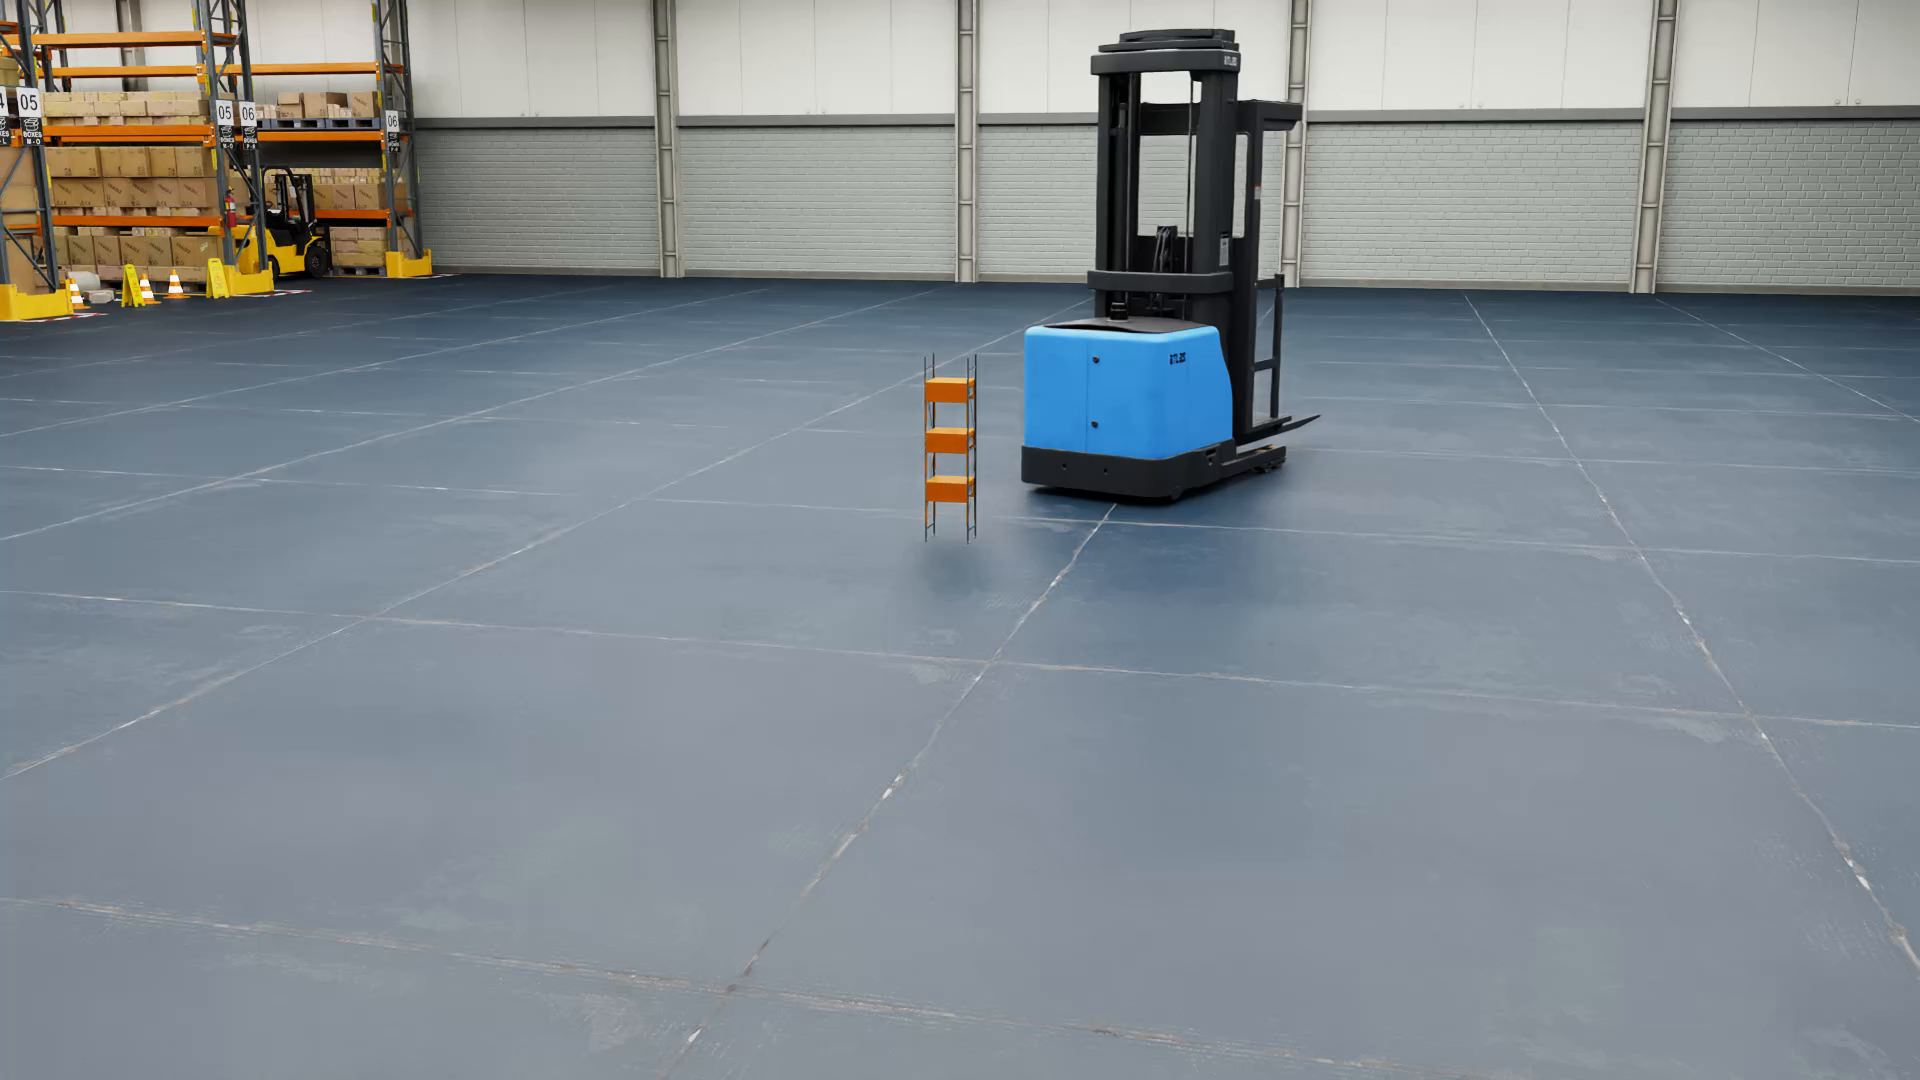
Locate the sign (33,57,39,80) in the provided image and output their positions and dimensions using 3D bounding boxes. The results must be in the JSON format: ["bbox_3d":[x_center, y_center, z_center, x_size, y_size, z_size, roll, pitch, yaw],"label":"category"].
[{"bbox_3d":[-13.192,-6.722,23.705,0.005,0.325,0.100,3,13,14],"label":"sign"}]

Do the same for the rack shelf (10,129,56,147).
[{"bbox_3d":[-18.068,-7.147,29.481,4.000,0.370,1.077,3,13,14],"label":"rack shelf"}]

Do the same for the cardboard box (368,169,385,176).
[{"bbox_3d":[-11.455,-7.251,32.801,0.250,0.149,0.380,3,13,14],"label":"cardboard box"}]

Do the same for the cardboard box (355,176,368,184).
[{"bbox_3d":[-11.716,-7.098,32.796,0.250,0.149,0.380,3,13,14],"label":"cardboard box"}]

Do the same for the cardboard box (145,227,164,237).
[{"bbox_3d":[-13.699,-5.273,28.449,0.250,0.149,0.380,3,13,14],"label":"cardboard box"}]

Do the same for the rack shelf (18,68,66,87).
[{"bbox_3d":[-20.766,-9.668,34.840,4.000,0.370,1.077,3,13,14],"label":"rack shelf"}]

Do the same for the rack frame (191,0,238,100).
[{"bbox_3d":[-14.940,-9.903,33.316,0.127,3.000,1.000,3,13,14],"label":"rack frame"}]

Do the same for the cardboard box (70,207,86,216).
[{"bbox_3d":[-15.142,-5.694,28.775,0.250,0.149,0.380,3,13,15],"label":"cardboard box"}]

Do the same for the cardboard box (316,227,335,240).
[{"bbox_3d":[-12.568,-6.125,33.208,0.500,0.250,0.500,3,13,14],"label":"cardboard box"}]

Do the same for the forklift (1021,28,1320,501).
[{"bbox_3d":[1.643,-1.948,11.470,1.130,2.935,3.031,8,15,33],"label":"forklift"}]

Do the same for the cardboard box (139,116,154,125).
[{"bbox_3d":[-13.638,-7.081,28.102,0.250,0.149,0.380,3,13,13],"label":"cardboard box"}]

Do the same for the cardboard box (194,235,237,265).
[{"bbox_3d":[-12.983,-5.052,28.951,0.500,0.500,0.500,3,13,12],"label":"cardboard box"}]

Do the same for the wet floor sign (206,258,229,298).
[{"bbox_3d":[-12.314,-4.338,27.521,0.232,0.644,0.267,8,15,33],"label":"wet floor sign"}]

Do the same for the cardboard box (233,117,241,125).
[{"bbox_3d":[-12.487,-7.149,28.412,0.250,0.149,0.380,3,13,14],"label":"cardboard box"}]

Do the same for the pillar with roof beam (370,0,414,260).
[{"bbox_3d":[-12.548,-9.015,29.317,0.400,9.000,9.100,3,13,14],"label":"pillar with roof beam"}]

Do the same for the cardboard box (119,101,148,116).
[{"bbox_3d":[-13.797,-7.281,28.083,0.500,0.250,0.500,3,13,15],"label":"cardboard box"}]

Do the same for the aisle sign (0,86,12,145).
[{"bbox_3d":[-13.333,-5.878,23.026,0.004,0.787,0.394,3,13,14],"label":"aisle sign"}]

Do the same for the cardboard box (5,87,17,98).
[{"bbox_3d":[-13.586,-6.357,23.639,0.250,0.149,0.380,3,13,14],"label":"cardboard box"}]

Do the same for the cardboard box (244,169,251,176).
[{"bbox_3d":[-14.177,-7.400,33.470,0.250,0.149,0.380,3,13,12],"label":"cardboard box"}]

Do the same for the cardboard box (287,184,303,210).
[{"bbox_3d":[-13.087,-6.865,33.242,0.500,0.500,0.500,3,13,14],"label":"cardboard box"}]

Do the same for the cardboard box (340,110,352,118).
[{"bbox_3d":[-11.934,-8.341,32.582,0.250,0.149,0.380,3,13,12],"label":"cardboard box"}]

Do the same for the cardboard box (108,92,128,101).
[{"bbox_3d":[-14.139,-7.481,28.066,0.250,0.149,0.380,3,13,15],"label":"cardboard box"}]

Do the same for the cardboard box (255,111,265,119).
[{"bbox_3d":[-13.831,-8.442,33.039,0.250,0.149,0.380,3,13,15],"label":"cardboard box"}]

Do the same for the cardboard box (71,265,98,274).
[{"bbox_3d":[-15.097,-4.680,29.004,0.500,0.250,0.500,4,13,17],"label":"cardboard box"}]

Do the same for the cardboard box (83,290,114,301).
[{"bbox_3d":[-13.998,-3.974,27.025,0.250,0.149,0.380,12,17,43],"label":"cardboard box"}]

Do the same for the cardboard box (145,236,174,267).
[{"bbox_3d":[-13.590,-4.964,28.554,0.500,0.500,0.500,4,13,16],"label":"cardboard box"}]

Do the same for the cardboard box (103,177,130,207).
[{"bbox_3d":[-14.293,-5.970,28.525,0.500,0.500,0.500,3,13,14],"label":"cardboard box"}]

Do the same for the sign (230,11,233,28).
[{"bbox_3d":[-14.784,-10.551,33.718,0.005,0.325,0.100,3,13,14],"label":"sign"}]

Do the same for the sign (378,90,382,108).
[{"bbox_3d":[-11.200,-8.511,32.107,0.005,0.325,0.100,3,13,14],"label":"sign"}]

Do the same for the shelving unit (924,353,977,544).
[{"bbox_3d":[-0.052,-0.515,9.357,0.252,1.050,0.215,3,13,14],"label":"shelving unit"}]

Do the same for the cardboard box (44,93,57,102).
[{"bbox_3d":[-15.385,-7.553,28.389,0.250,0.149,0.380,3,13,12],"label":"cardboard box"}]

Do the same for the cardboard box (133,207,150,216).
[{"bbox_3d":[-13.915,-5.626,28.469,0.250,0.149,0.380,3,13,13],"label":"cardboard box"}]

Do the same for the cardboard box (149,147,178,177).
[{"bbox_3d":[-13.280,-6.413,28.211,0.500,0.500,0.700,3,13,14],"label":"cardboard box"}]

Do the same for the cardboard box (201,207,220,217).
[{"bbox_3d":[-12.657,-5.574,28.236,0.250,0.149,0.380,4,13,15],"label":"cardboard box"}]

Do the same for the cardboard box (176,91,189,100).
[{"bbox_3d":[-12.883,-7.430,27.836,0.250,0.149,0.380,3,13,15],"label":"cardboard box"}]

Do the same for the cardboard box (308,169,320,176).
[{"bbox_3d":[-12.718,-7.296,33.004,0.250,0.149,0.380,3,13,15],"label":"cardboard box"}]

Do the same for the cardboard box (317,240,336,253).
[{"bbox_3d":[-12.595,-5.883,33.274,0.500,0.250,0.500,3,13,12],"label":"cardboard box"}]

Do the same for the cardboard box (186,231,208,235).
[{"bbox_3d":[-15.450,-6.044,34.289,0.625,0.625,0.875,4,13,16],"label":"cardboard box"}]

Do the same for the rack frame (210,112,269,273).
[{"bbox_3d":[-12.243,-5.722,28.324,0.127,3.000,1.000,3,13,14],"label":"rack frame"}]

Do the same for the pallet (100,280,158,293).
[{"bbox_3d":[-14.277,-4.478,29.155,1.213,0.211,1.003,3,13,14],"label":"pallet"}]

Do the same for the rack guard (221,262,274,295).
[{"bbox_3d":[-12.316,-4.506,28.613,0.348,0.500,1.175,3,13,14],"label":"rack guard"}]

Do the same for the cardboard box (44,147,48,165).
[{"bbox_3d":[-15.751,-6.544,28.800,0.500,0.500,0.700,3,13,13],"label":"cardboard box"}]

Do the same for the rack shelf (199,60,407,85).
[{"bbox_3d":[-12.999,-9.252,32.969,4.000,0.370,1.077,3,13,14],"label":"rack shelf"}]

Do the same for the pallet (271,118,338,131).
[{"bbox_3d":[-12.925,-8.292,33.188,1.213,0.211,1.003,3,13,14],"label":"pallet"}]

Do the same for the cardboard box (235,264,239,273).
[{"bbox_3d":[-12.959,-4.685,29.027,0.500,0.250,0.500,3,13,13],"label":"cardboard box"}]

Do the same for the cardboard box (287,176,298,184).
[{"bbox_3d":[-13.197,-7.183,33.180,0.250,0.149,0.380,3,13,12],"label":"cardboard box"}]

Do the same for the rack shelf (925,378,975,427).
[{"bbox_3d":[-0.052,-0.782,9.298,0.240,0.259,0.215,3,13,14],"label":"rack shelf"}]

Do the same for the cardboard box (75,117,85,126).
[{"bbox_3d":[-14.884,-7.151,28.420,0.250,0.149,0.380,3,13,12],"label":"cardboard box"}]
